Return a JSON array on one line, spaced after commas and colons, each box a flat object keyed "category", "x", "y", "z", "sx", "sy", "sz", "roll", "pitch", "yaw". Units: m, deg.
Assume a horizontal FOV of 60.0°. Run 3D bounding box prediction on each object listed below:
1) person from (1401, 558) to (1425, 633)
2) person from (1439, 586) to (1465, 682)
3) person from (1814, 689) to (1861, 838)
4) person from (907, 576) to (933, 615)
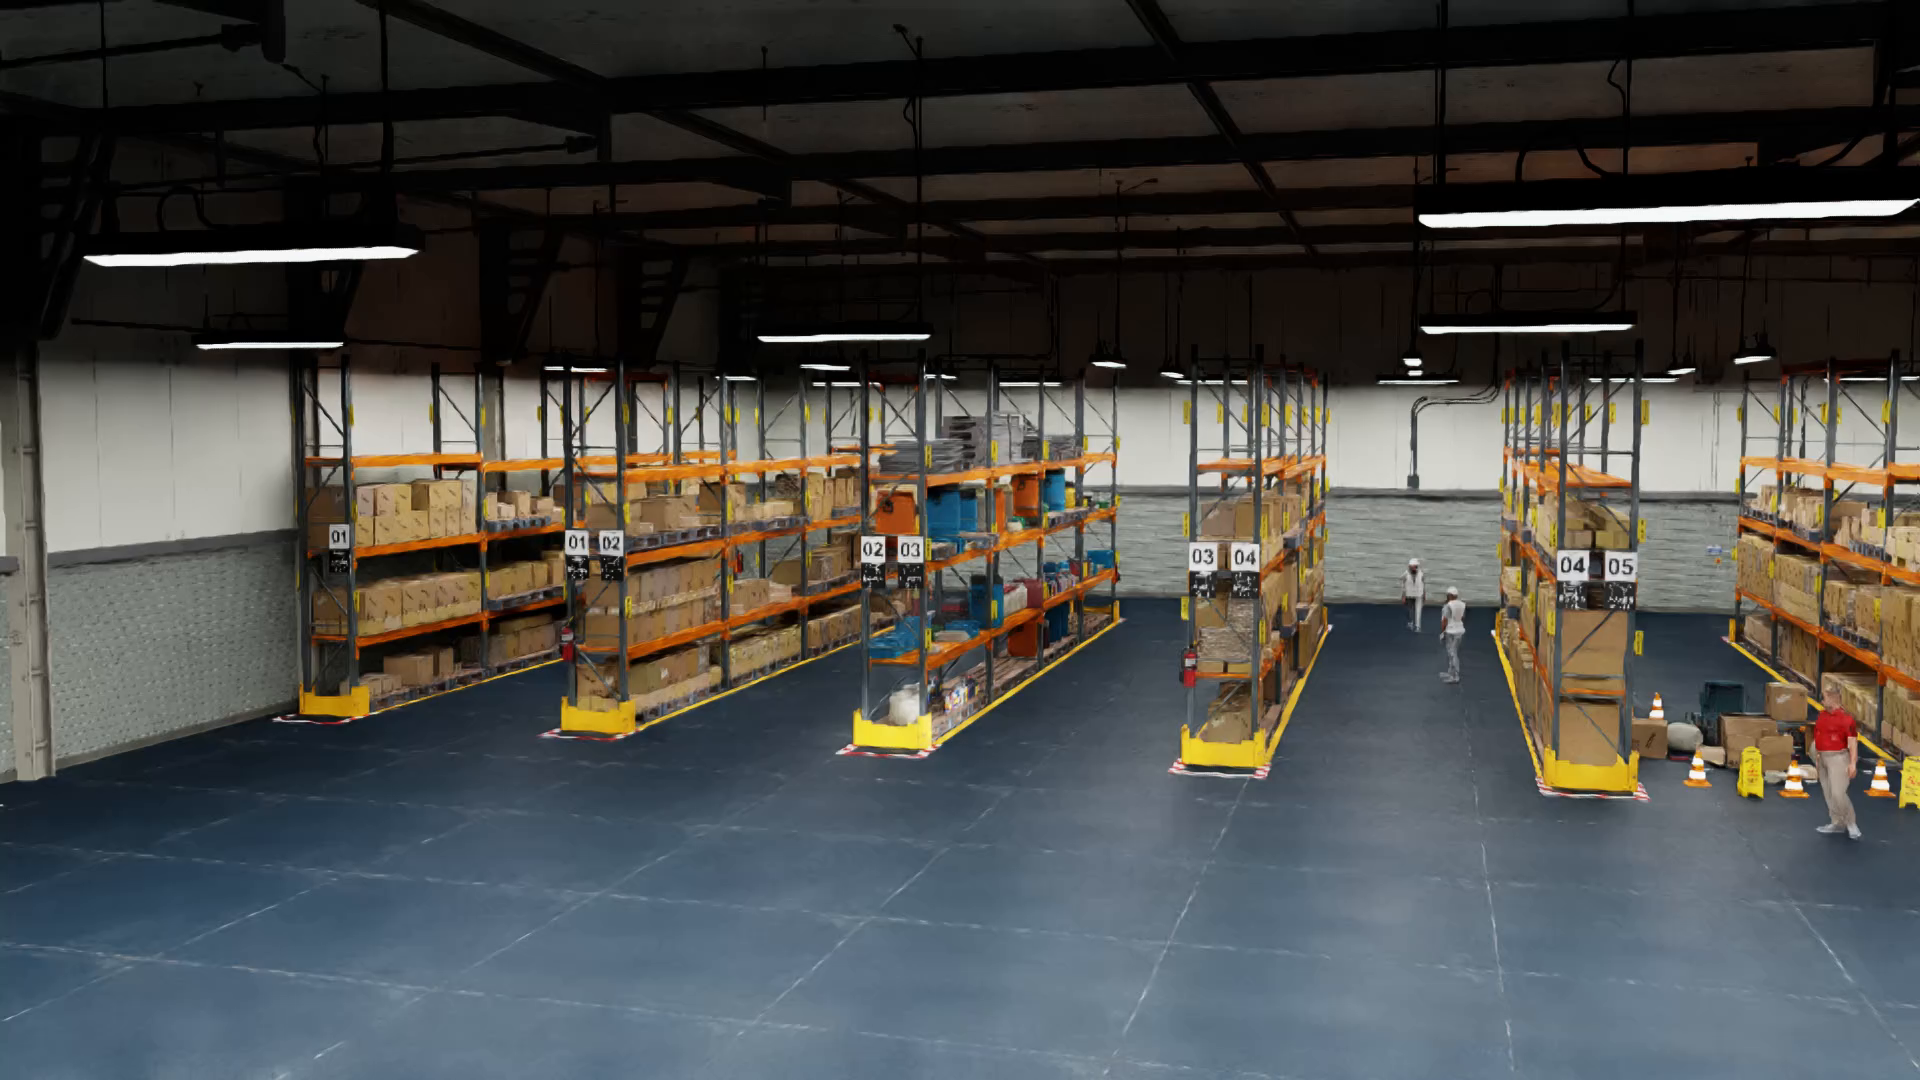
[{"category": "person", "x": 10.472, "y": 1.260, "z": 38.456, "sx": 0.543, "sy": 1.700, "sz": 1.115, "roll": 1, "pitch": 4, "yaw": 18}, {"category": "person", "x": 9.249, "y": 1.747, "z": 31.323, "sx": 0.665, "sy": 1.782, "sz": 0.583, "roll": -4, "pitch": 6, "yaw": -42}, {"category": "person", "x": 10.457, "y": 2.646, "z": 19.830, "sx": 0.430, "sy": 1.720, "sz": 0.651, "roll": -1, "pitch": 4, "yaw": -13}, {"category": "person", "x": -0.920, "y": 1.302, "z": 38.492, "sx": 0.588, "sy": 1.635, "sz": 0.684, "roll": 1, "pitch": 4, "yaw": 7}]
